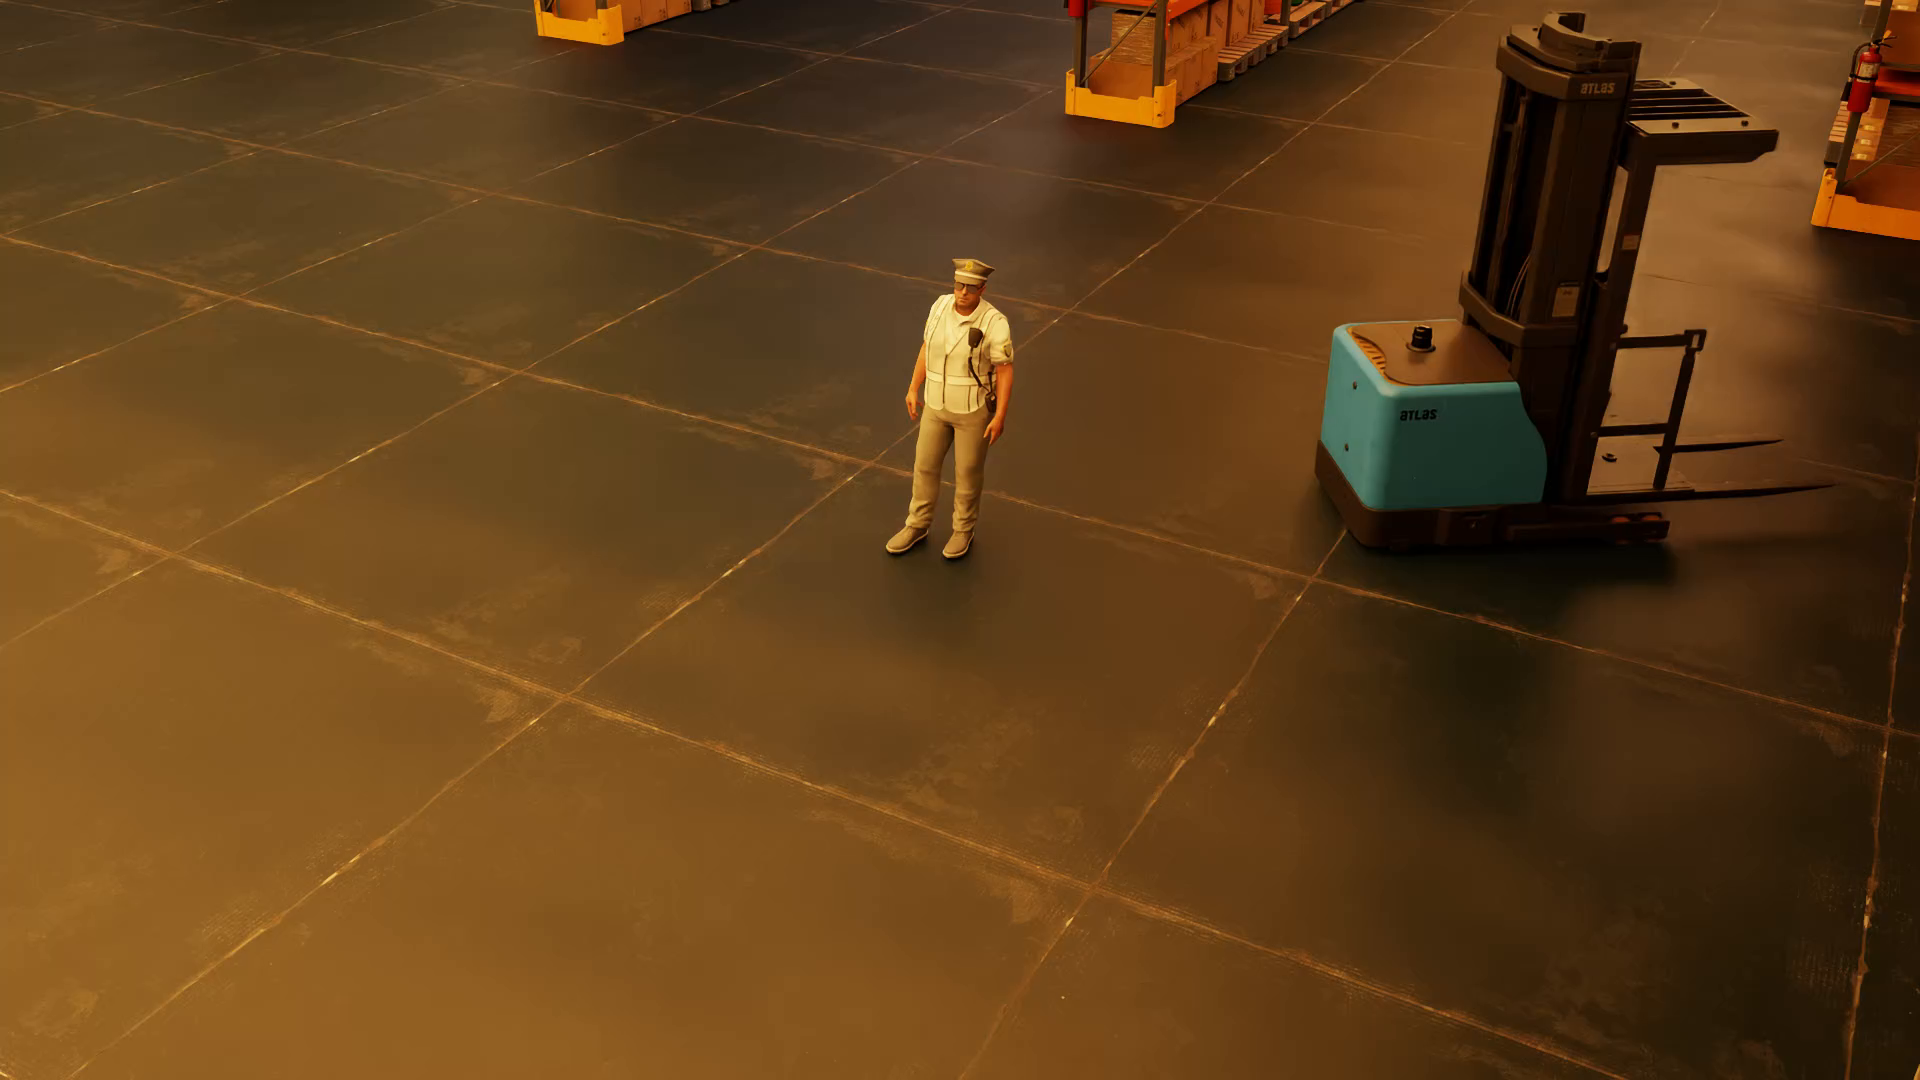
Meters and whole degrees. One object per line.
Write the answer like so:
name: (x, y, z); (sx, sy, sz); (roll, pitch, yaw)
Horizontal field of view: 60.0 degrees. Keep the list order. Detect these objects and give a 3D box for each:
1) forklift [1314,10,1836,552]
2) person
forklift: (3.811, -1.502, 9.673); (3.031, 2.935, 1.130); (-3, 30, -5)
person: (-0.048, -0.747, 9.499); (0.641, 1.780, 0.574); (15, 33, 25)
